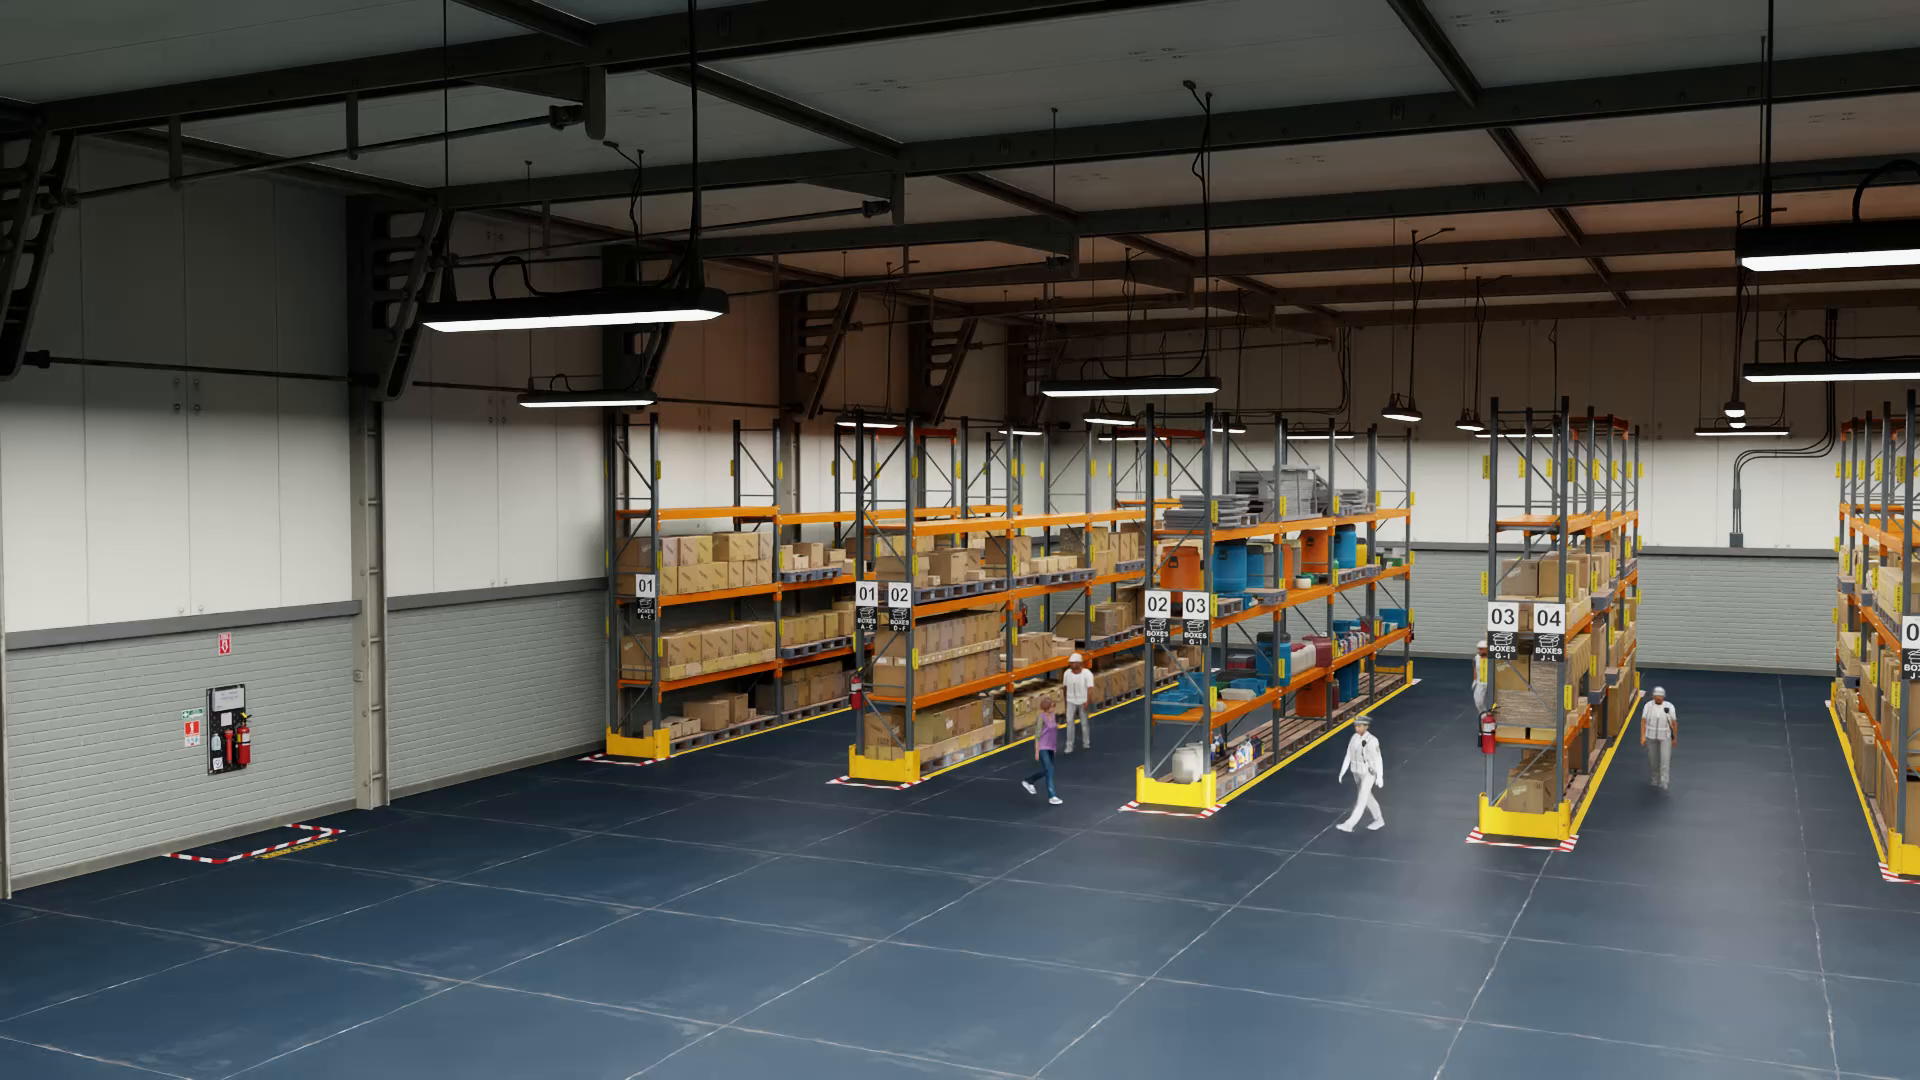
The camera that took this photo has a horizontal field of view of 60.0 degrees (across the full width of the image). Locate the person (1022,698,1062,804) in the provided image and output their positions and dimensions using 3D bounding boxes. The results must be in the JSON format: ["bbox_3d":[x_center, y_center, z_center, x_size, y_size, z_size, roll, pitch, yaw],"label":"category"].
[{"bbox_3d":[1.272,3.155,25.123,0.834,1.559,0.448,2,3,37],"label":"person"}]

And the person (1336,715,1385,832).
[{"bbox_3d":[5.474,3.210,22.849,1.048,1.616,0.514,-1,3,-28],"label":"person"}]

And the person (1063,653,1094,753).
[{"bbox_3d":[2.063,2.872,29.435,0.599,1.719,0.968,1,3,21],"label":"person"}]

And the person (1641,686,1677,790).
[{"bbox_3d":[10.880,3.088,25.938,0.503,1.605,1.051,2,3,33],"label":"person"}]

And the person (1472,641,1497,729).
[{"bbox_3d":[10.228,2.798,32.322,0.592,1.698,0.796,2,3,36],"label":"person"}]
